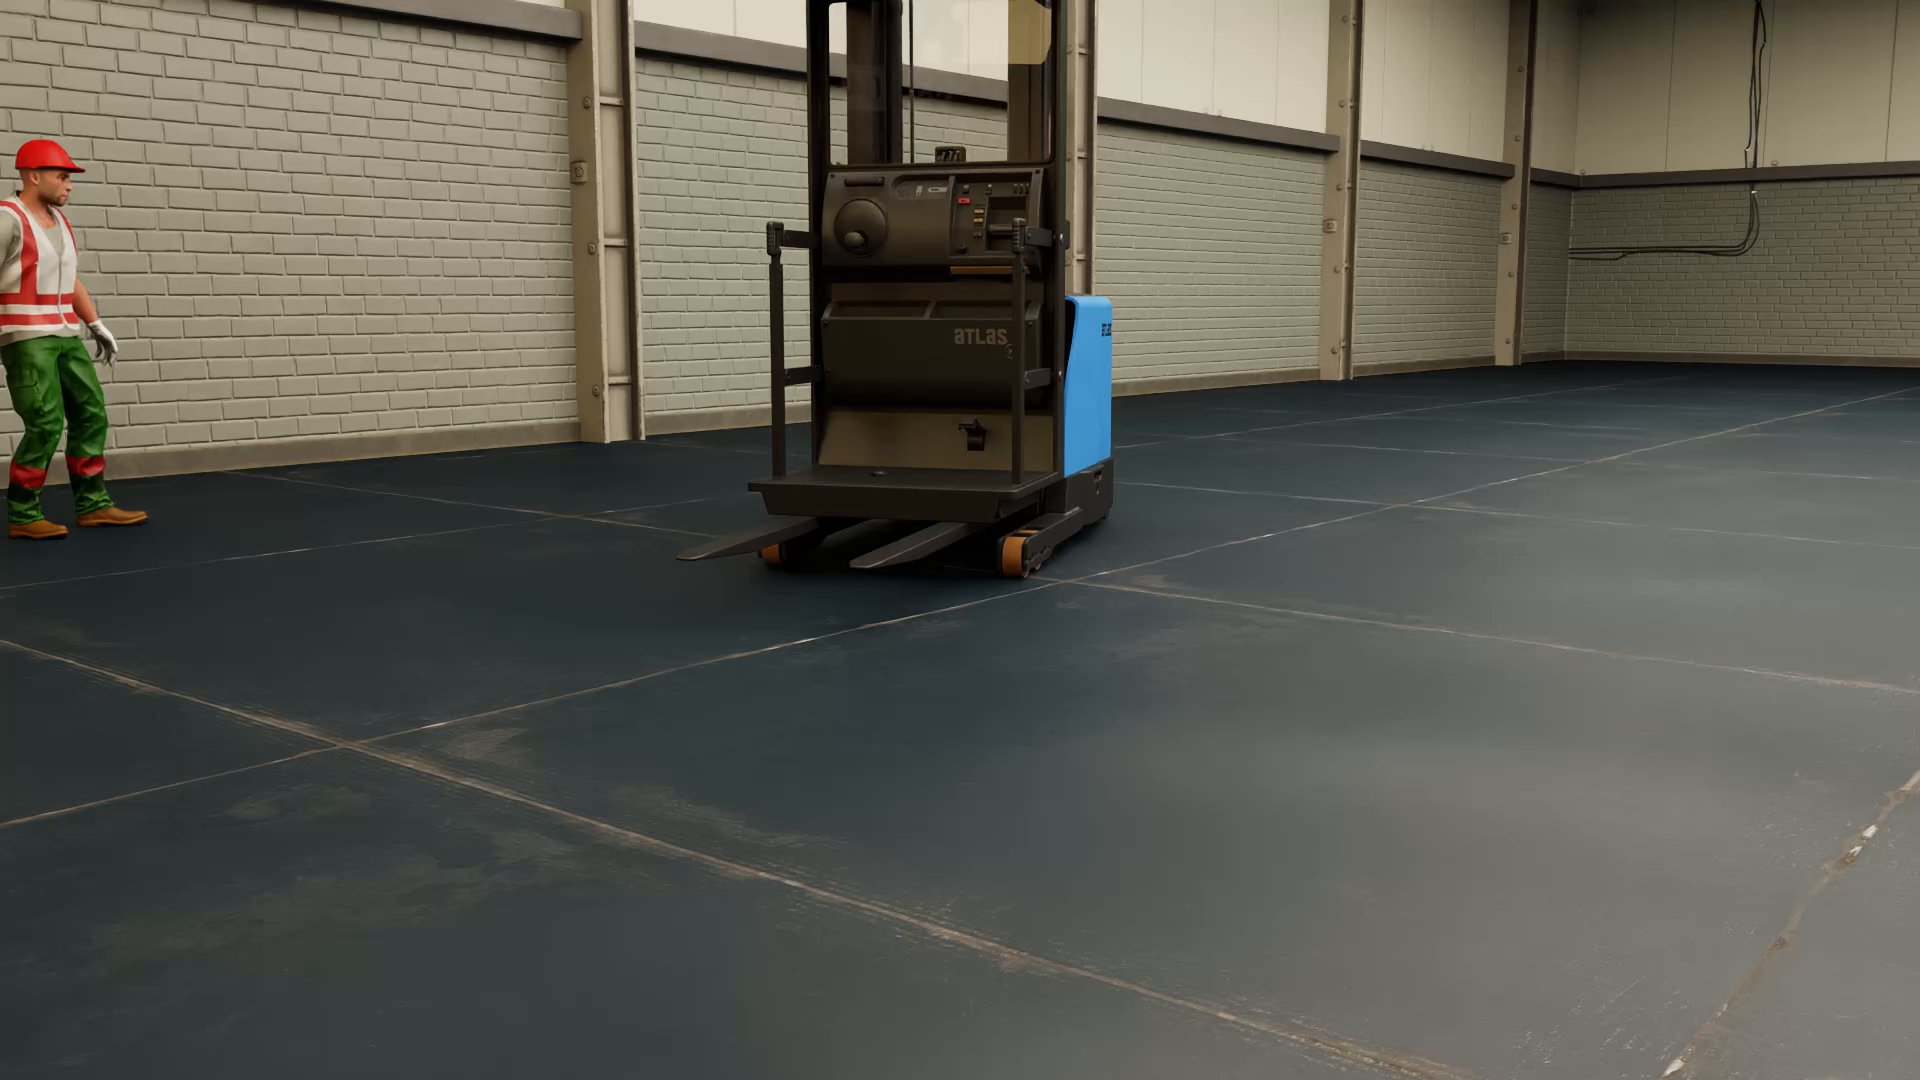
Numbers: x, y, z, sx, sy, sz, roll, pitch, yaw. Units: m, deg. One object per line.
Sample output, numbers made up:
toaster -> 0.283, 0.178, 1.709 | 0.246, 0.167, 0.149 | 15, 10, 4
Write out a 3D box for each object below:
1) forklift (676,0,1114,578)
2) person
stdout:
forklift -> -0.176, -1.366, 6.616 | 1.130, 2.935, 3.031 | 3, 9, 17
person -> -4.085, -0.894, 7.455 | 0.420, 1.755, 0.818 | 1, 8, 6
